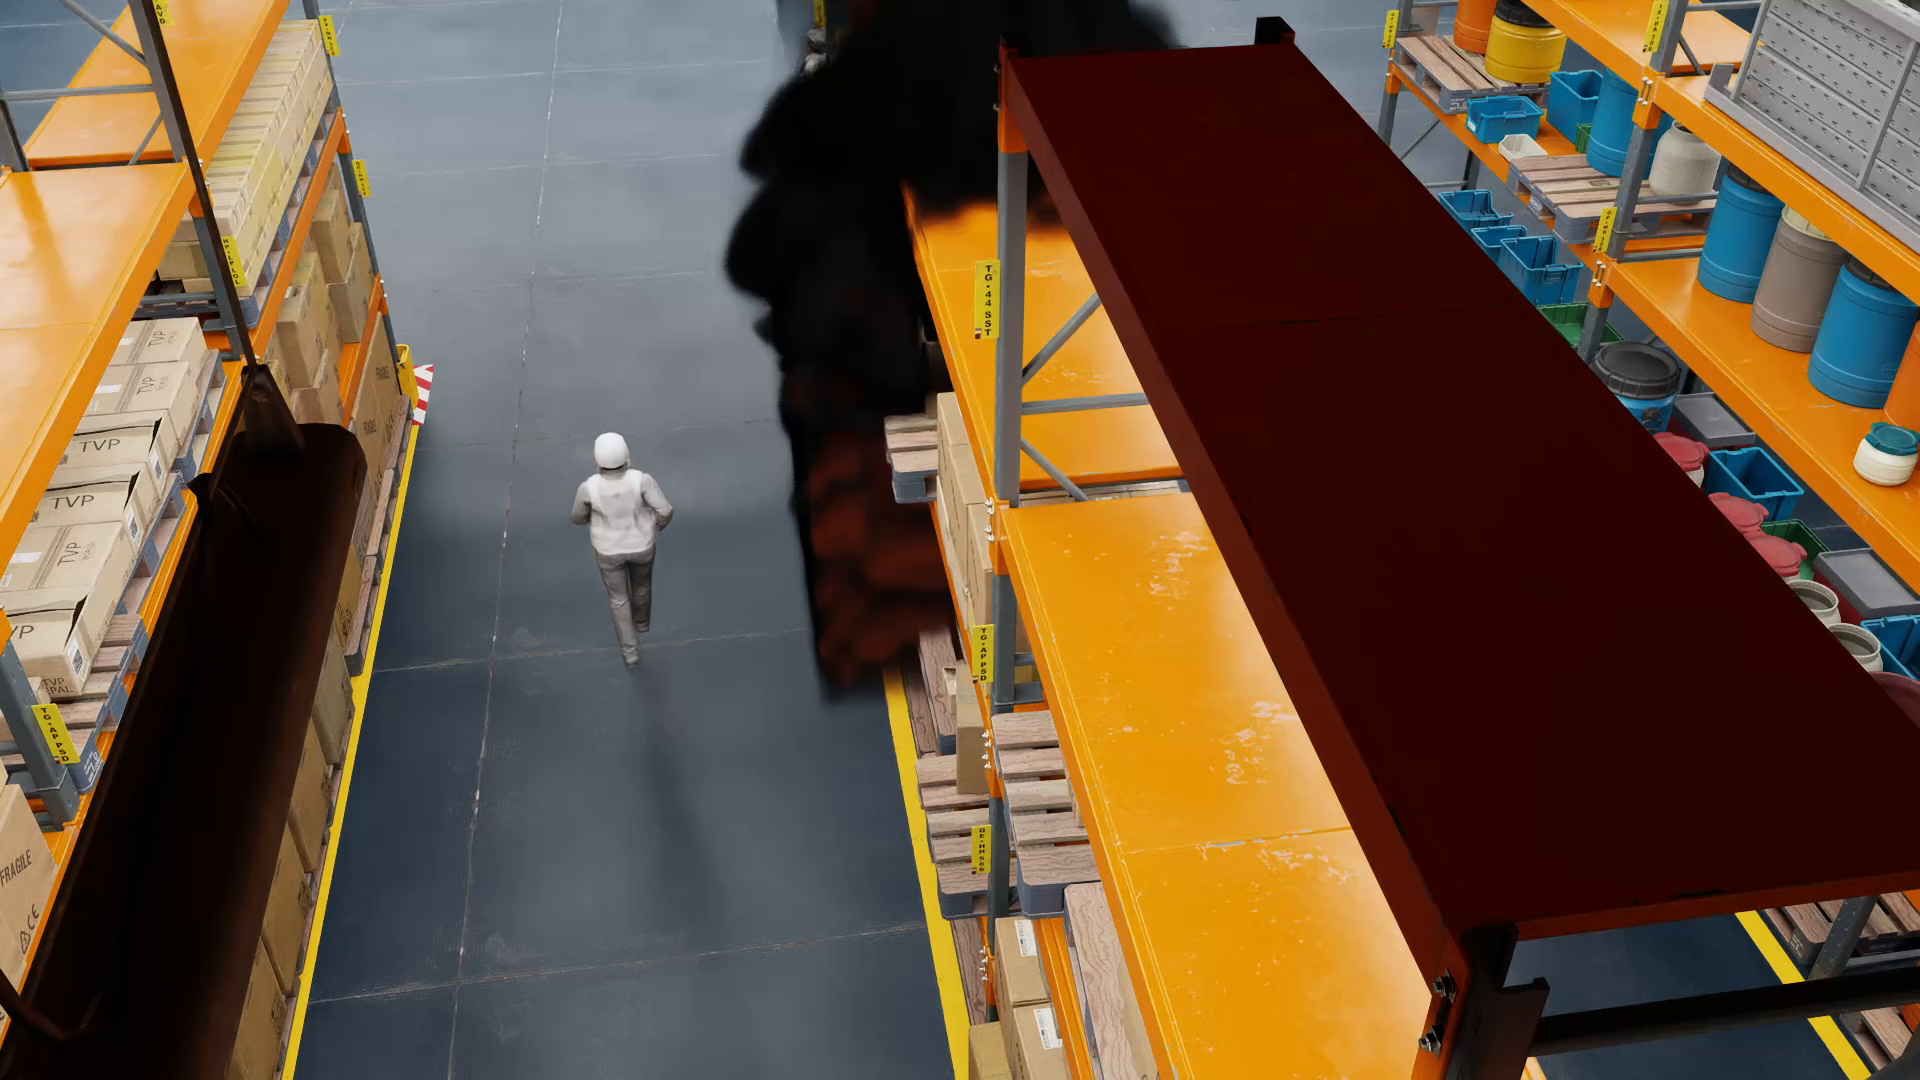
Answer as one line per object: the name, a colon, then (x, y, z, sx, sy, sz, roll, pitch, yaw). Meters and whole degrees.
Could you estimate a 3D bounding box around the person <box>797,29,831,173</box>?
person: (-1.532, -4.882, 18.714, 0.587, 1.681, 0.626, 16, 39, 21)

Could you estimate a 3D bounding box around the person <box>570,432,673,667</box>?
person: (-2.296, 0.044, 11.431, 0.671, 1.819, 0.775, -10, 37, -13)
